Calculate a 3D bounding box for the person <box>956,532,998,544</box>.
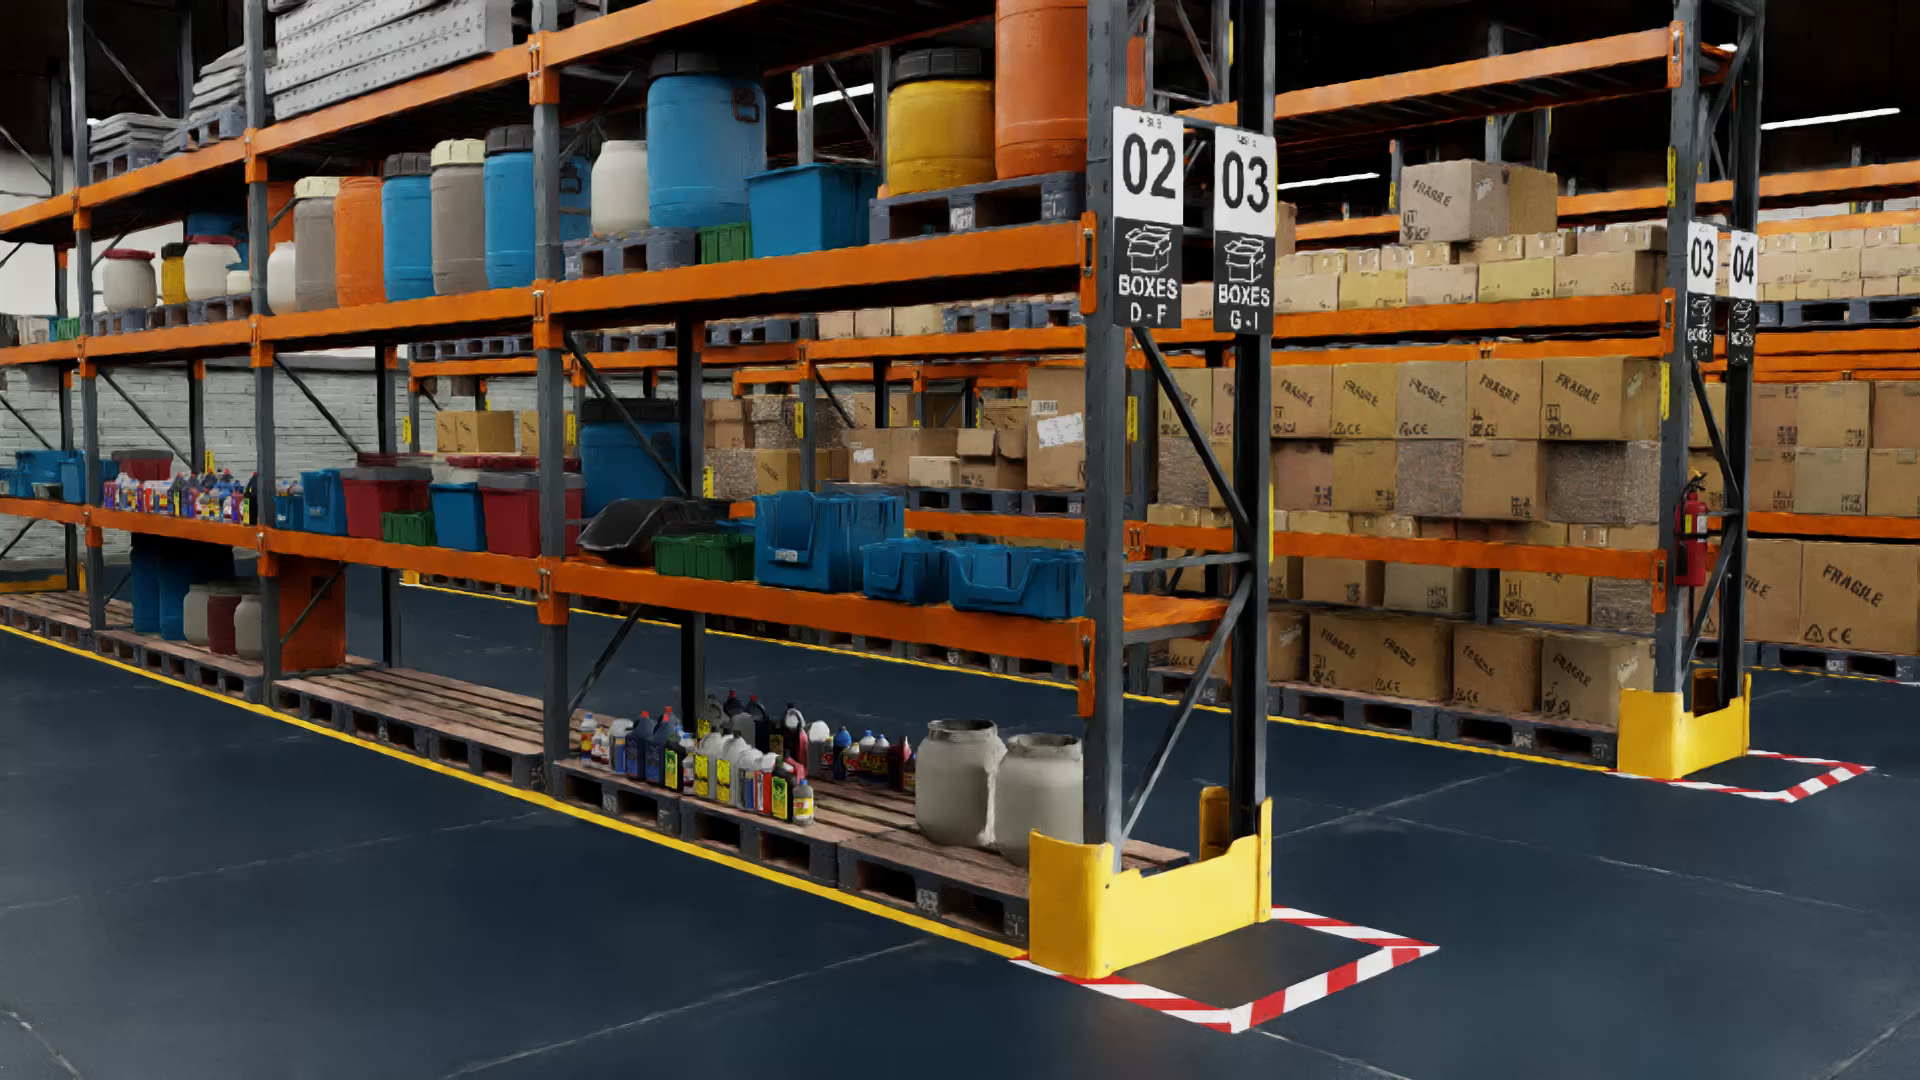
[{"bbox_3d":[0.168,-0.032,17.893,0.482,1.654,0.649,-3,5,-33],"label":"person"}]
